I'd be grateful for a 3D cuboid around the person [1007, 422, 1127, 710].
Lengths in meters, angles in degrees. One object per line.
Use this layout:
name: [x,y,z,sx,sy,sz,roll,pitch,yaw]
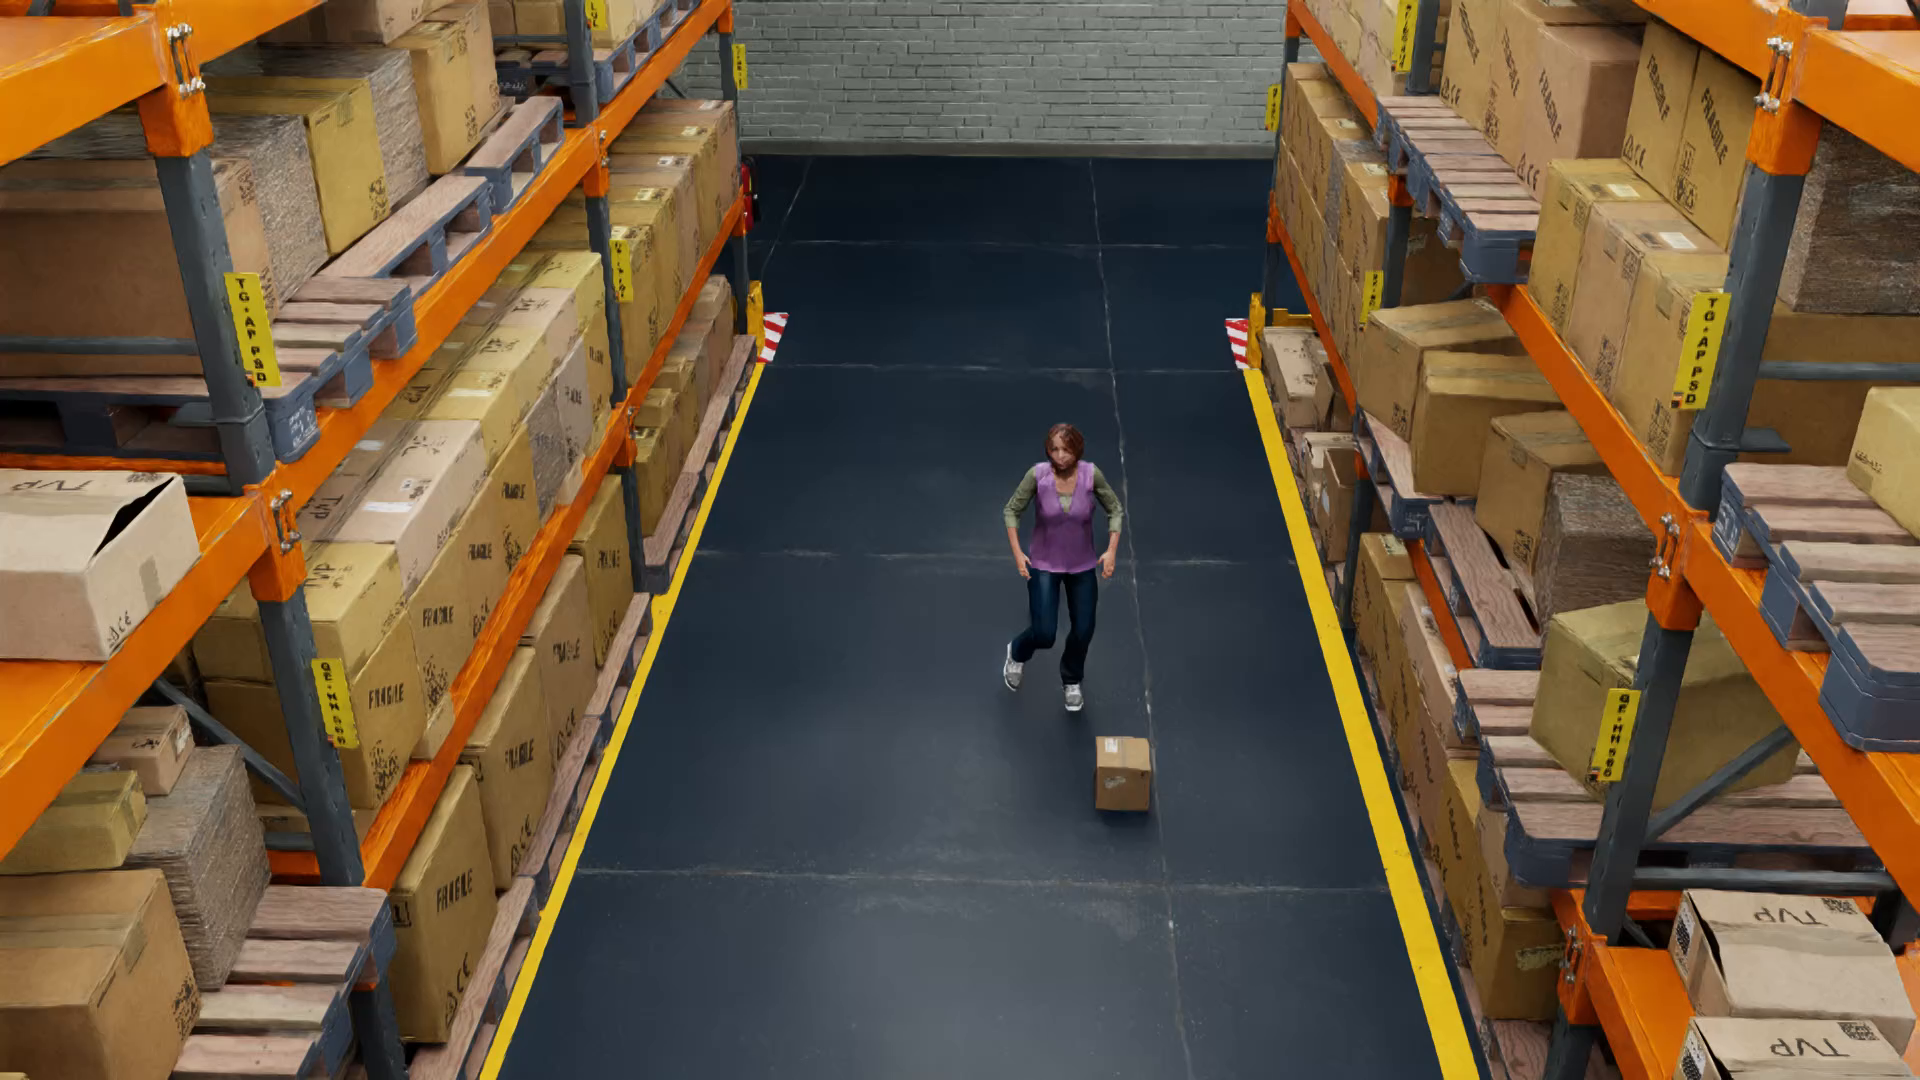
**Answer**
person: [0.559,0.158,8.388,0.585,1.553,0.437,-6,29,-10]
